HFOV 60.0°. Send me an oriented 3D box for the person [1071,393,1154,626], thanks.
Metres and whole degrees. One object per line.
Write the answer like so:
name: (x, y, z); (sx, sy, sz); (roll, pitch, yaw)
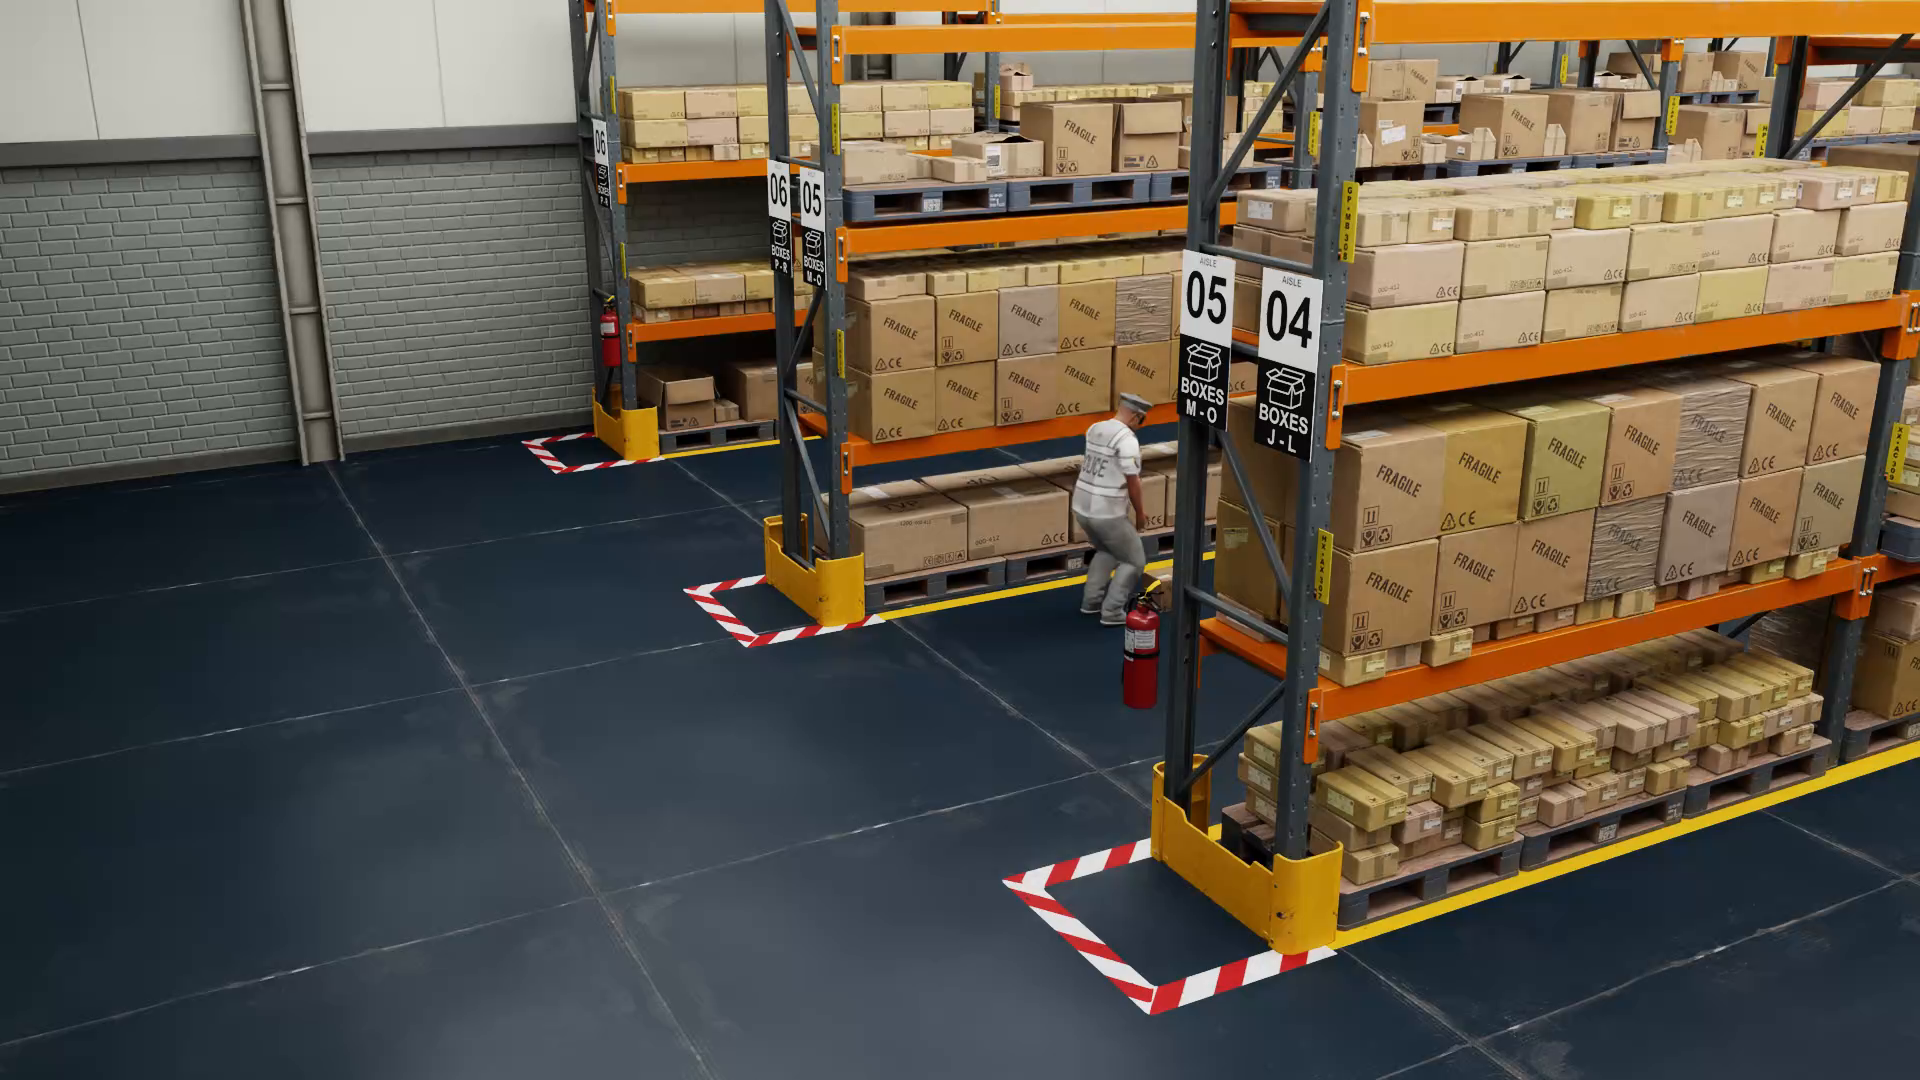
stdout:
person: (1.089, -0.226, 11.913); (0.585, 1.650, 0.571); (-9, 20, -26)
